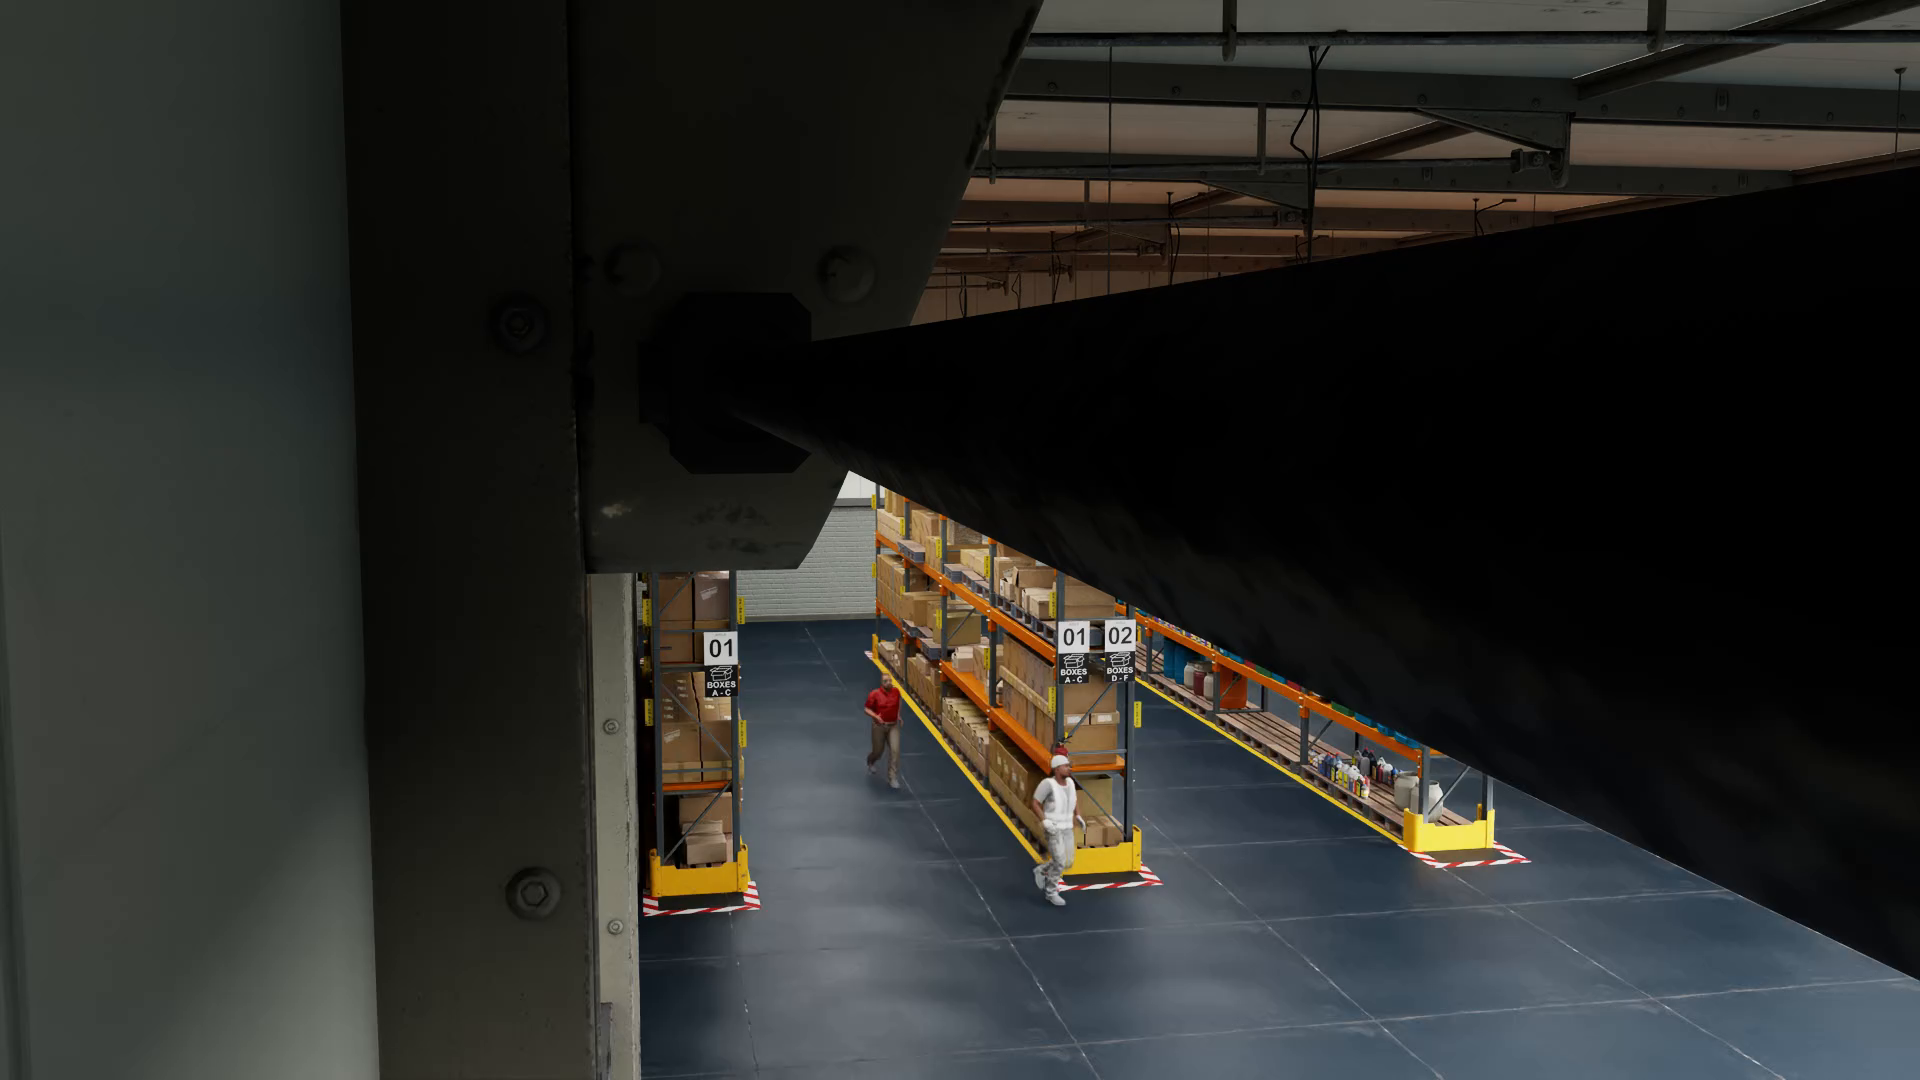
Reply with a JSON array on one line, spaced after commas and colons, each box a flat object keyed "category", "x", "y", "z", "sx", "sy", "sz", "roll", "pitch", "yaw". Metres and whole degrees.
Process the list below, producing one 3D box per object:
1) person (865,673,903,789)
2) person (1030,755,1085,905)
[{"category": "person", "x": -1.163, "y": 2.865, "z": 25.435, "sx": 0.647, "sy": 1.719, "sz": 0.950, "roll": -2, "pitch": 6, "yaw": -22}, {"category": "person", "x": 1.140, "y": 3.435, "z": 19.908, "sx": 0.576, "sy": 1.736, "sz": 0.744, "roll": 6, "pitch": 8, "yaw": 43}]
